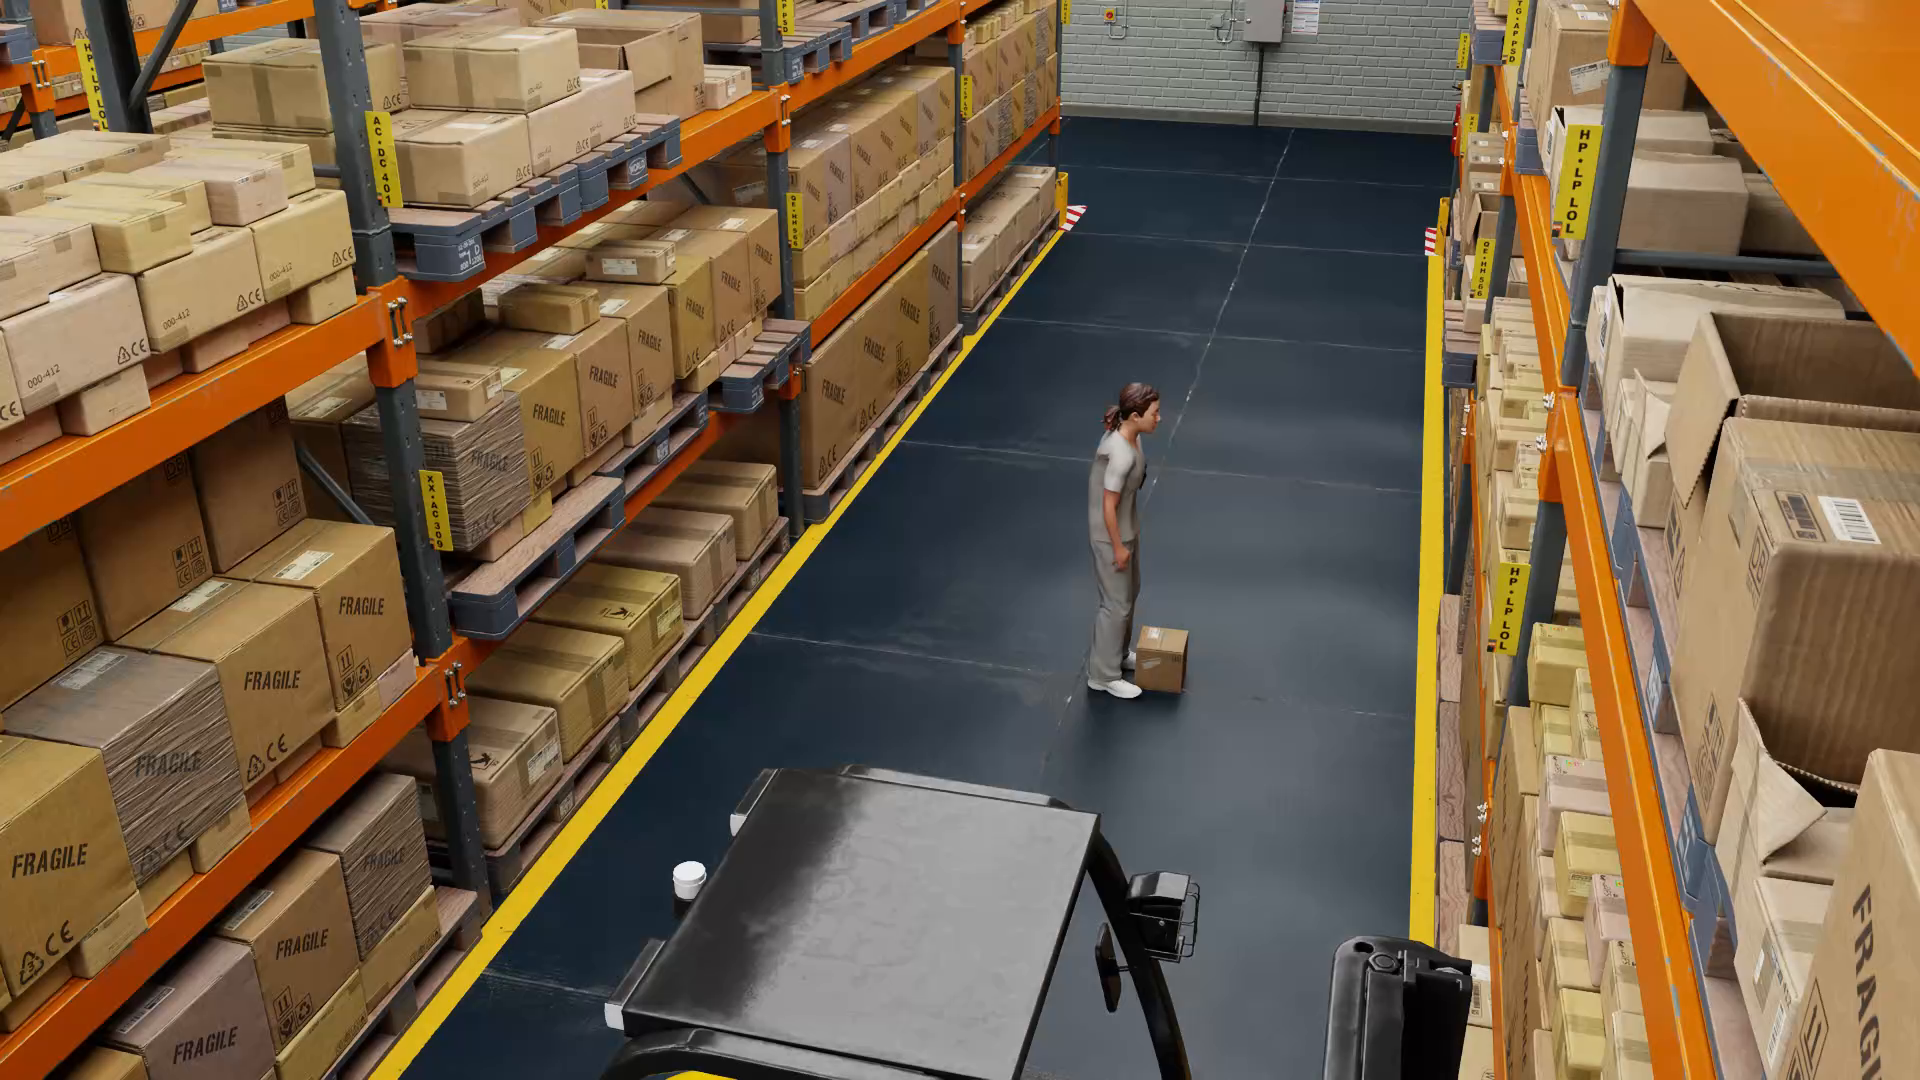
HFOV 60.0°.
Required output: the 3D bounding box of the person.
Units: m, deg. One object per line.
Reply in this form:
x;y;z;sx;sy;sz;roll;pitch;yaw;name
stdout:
0.839;0.002;8.674;0.352;1.614;0.494;6;26;13;person
